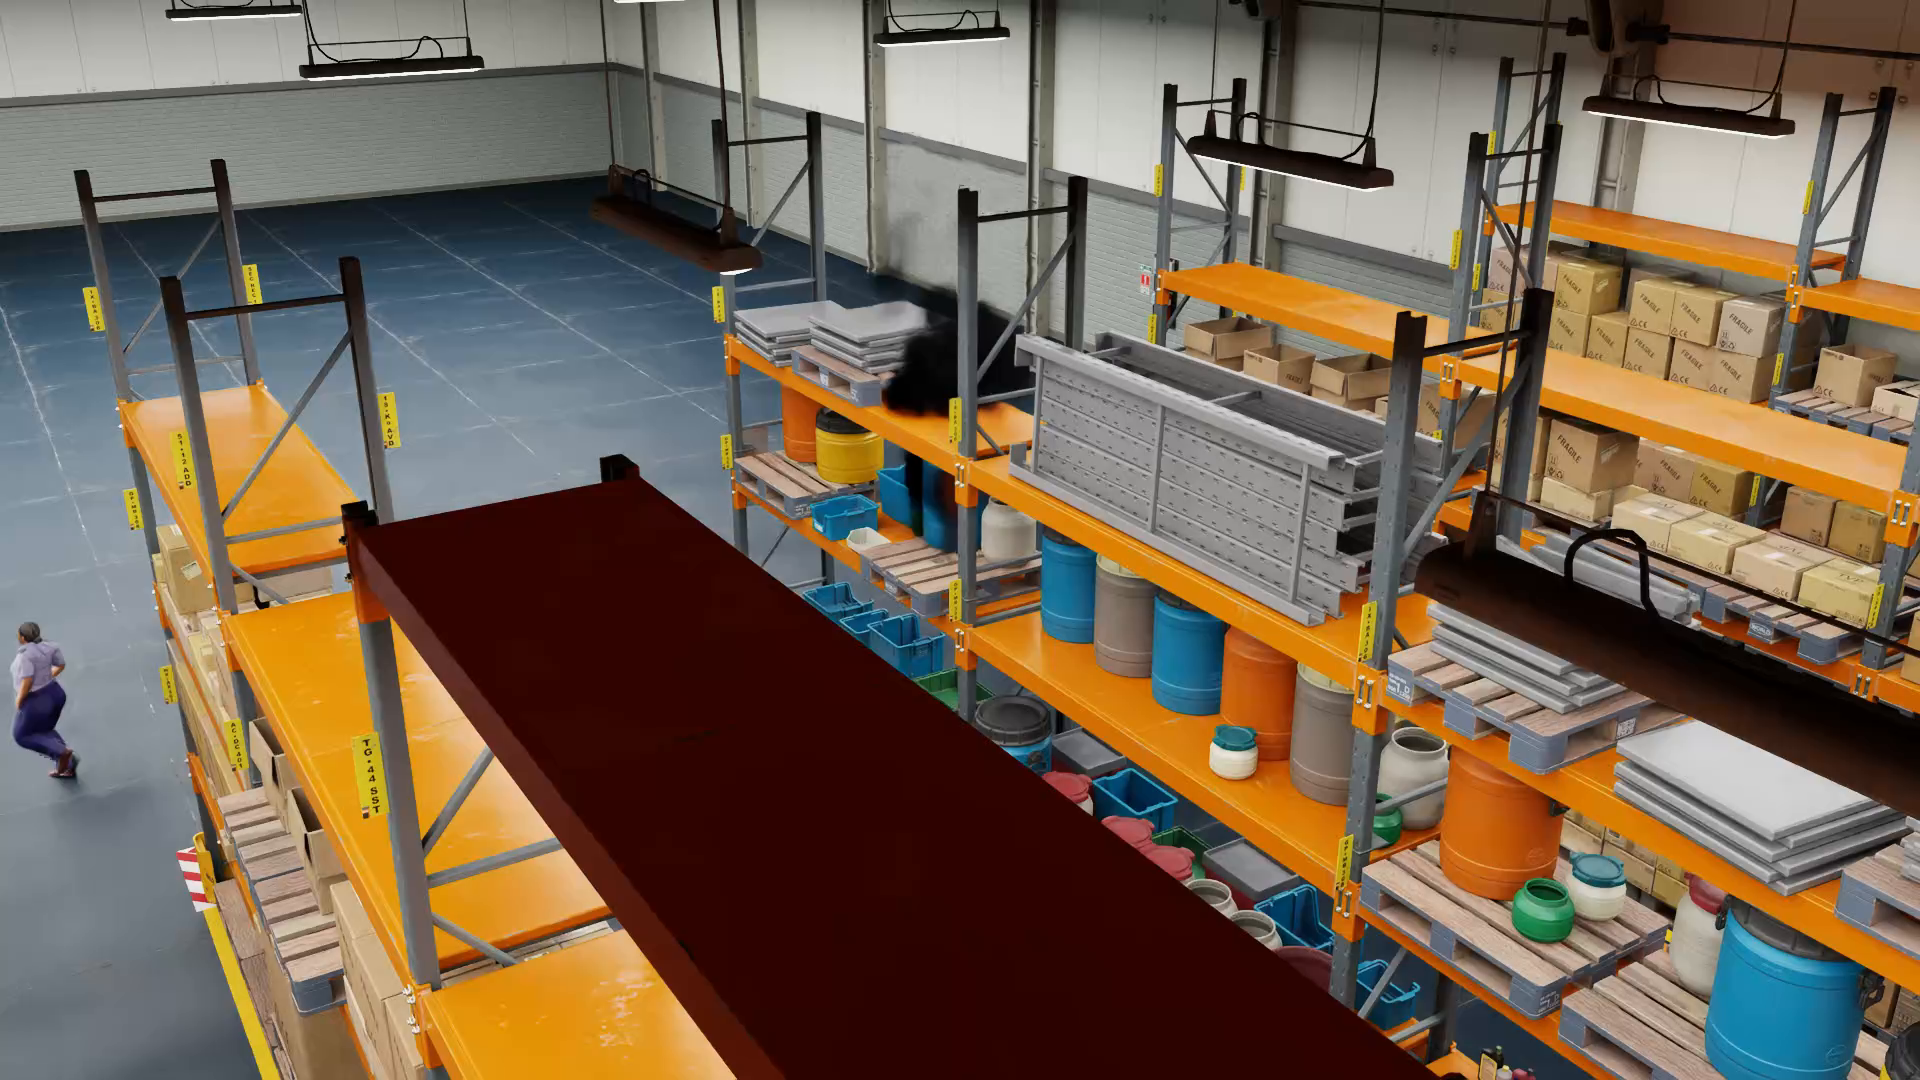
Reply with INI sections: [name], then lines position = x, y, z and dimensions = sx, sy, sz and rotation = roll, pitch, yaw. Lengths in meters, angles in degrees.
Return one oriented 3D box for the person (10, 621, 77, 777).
[person]
position = -8.584, 1.506, 15.510
dimensions = 0.517, 1.613, 0.611
rotation = 4, 22, 10
